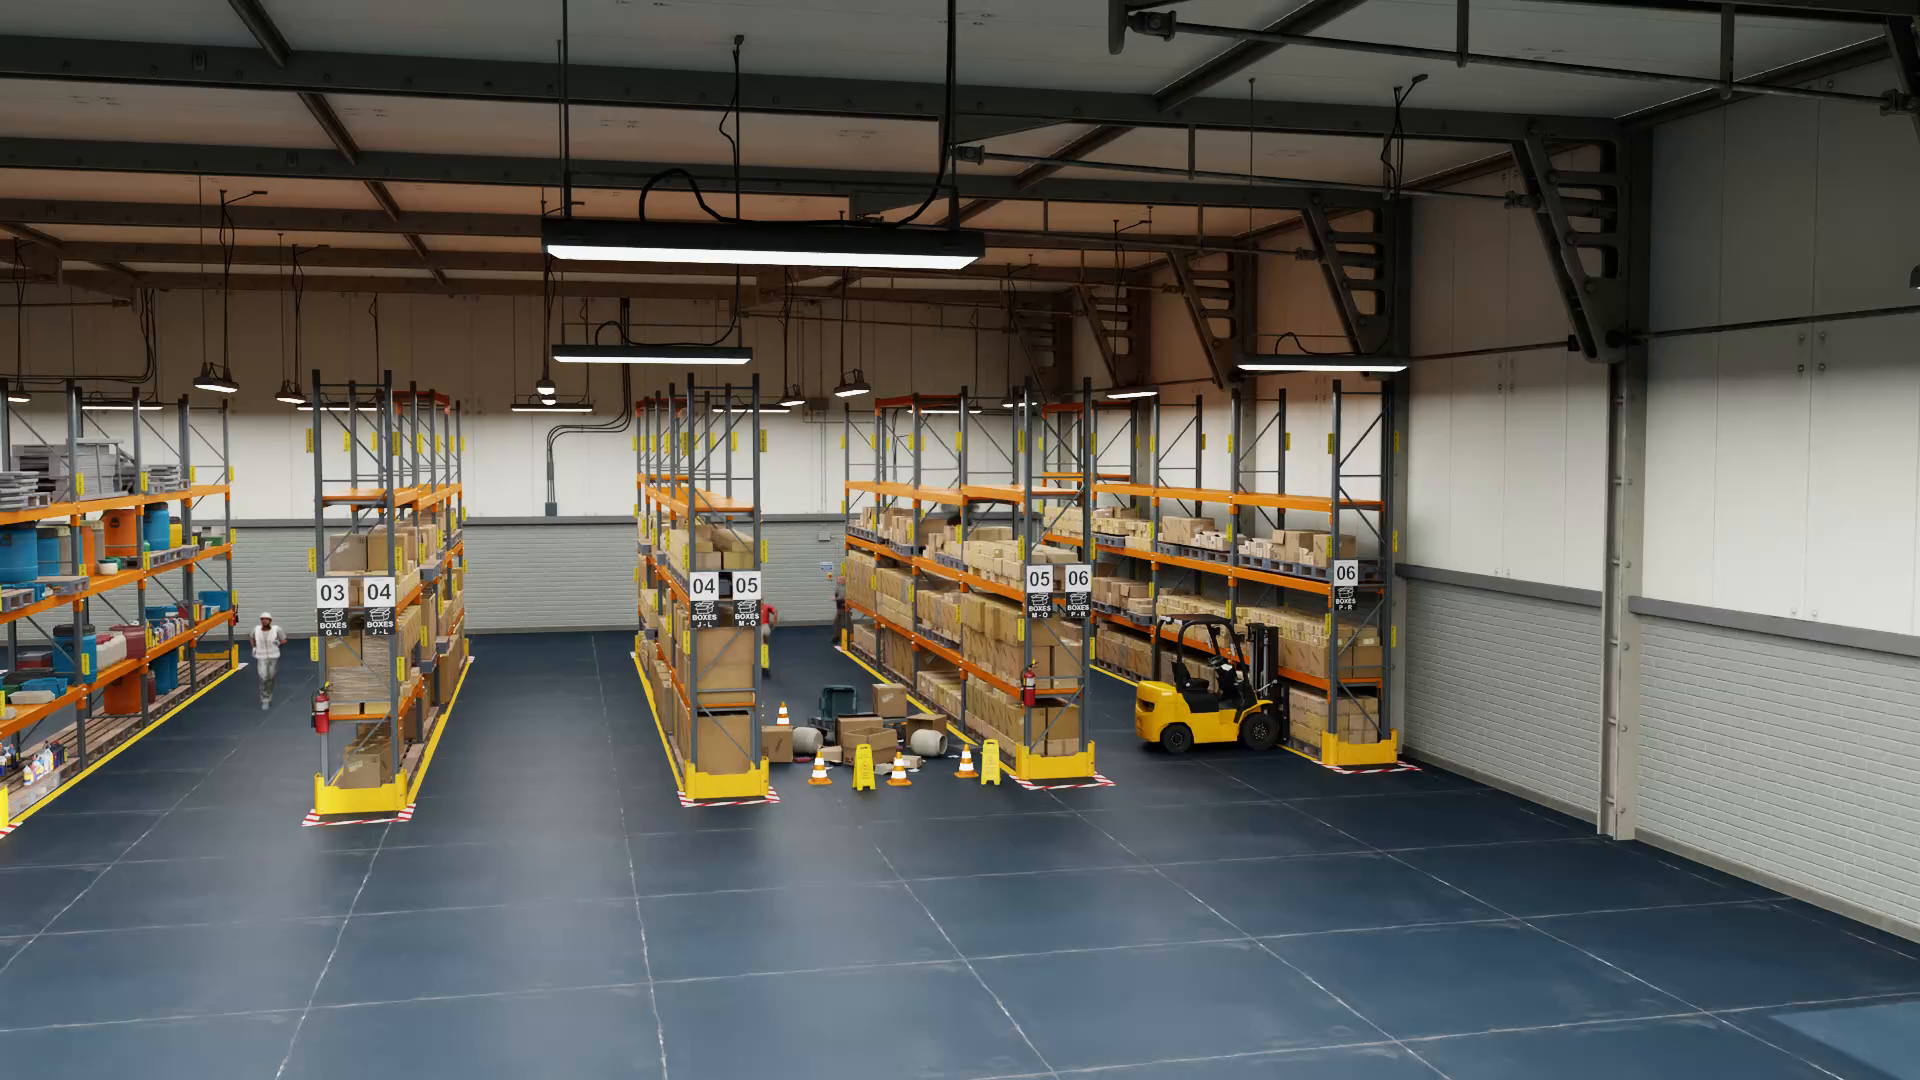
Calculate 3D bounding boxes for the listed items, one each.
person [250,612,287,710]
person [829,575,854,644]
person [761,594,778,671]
[{"bbox_3d":[-13.180,2.284,31.720,0.652,1.840,0.836,-2,4,-24],"label":"person"},{"bbox_3d":[-2.874,1.738,41.461,0.822,1.752,0.646,0,3,0],"label":"person"},{"bbox_3d":[-4.320,2.076,36.326,0.658,1.755,0.999,-1,4,-24],"label":"person"}]
